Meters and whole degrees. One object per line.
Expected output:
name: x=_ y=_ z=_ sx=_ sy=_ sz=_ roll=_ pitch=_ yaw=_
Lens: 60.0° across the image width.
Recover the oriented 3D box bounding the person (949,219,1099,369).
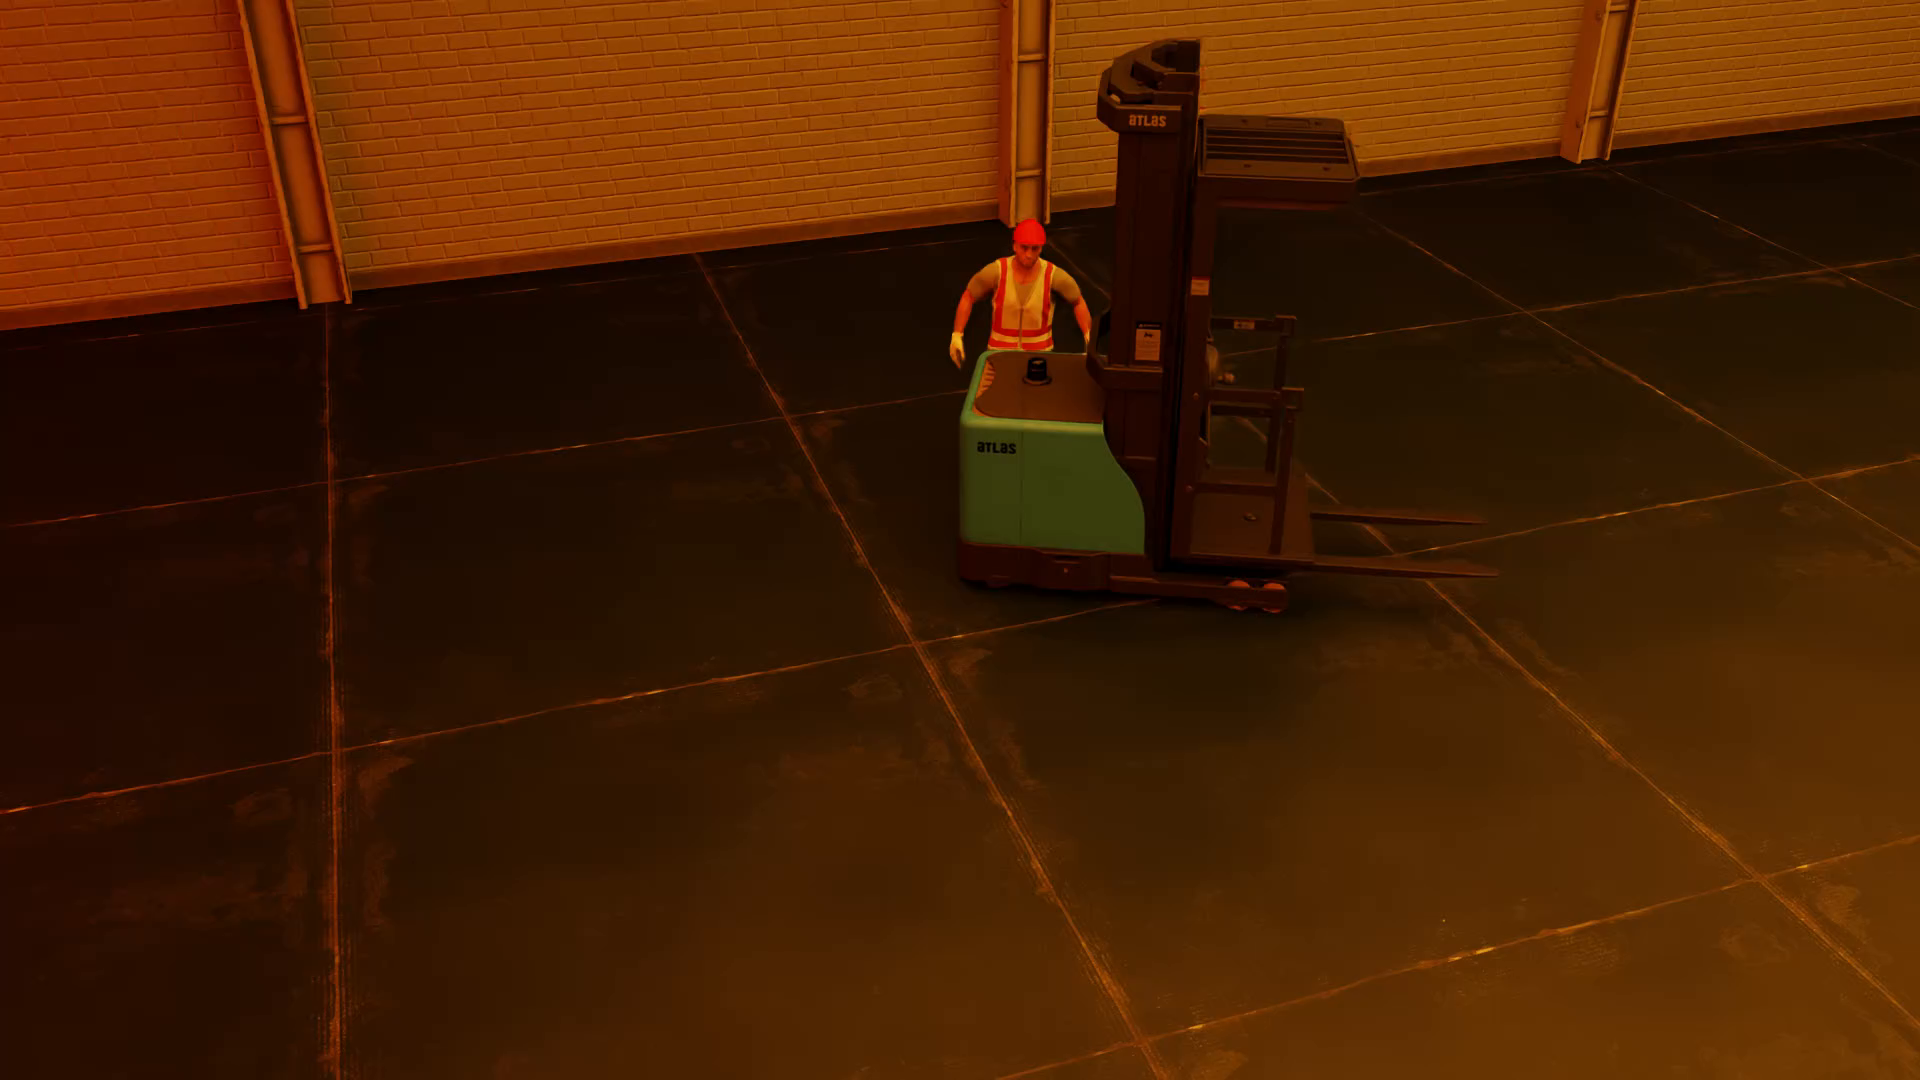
person: x=0.392 y=-1.108 z=10.248 sx=0.925 sy=1.748 sz=0.573 roll=1 pitch=30 yaw=2

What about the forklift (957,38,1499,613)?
forklift: x=1.540 y=-1.145 z=9.077 sx=3.031 sy=2.935 sz=1.130 roll=4 pitch=30 yaw=7
